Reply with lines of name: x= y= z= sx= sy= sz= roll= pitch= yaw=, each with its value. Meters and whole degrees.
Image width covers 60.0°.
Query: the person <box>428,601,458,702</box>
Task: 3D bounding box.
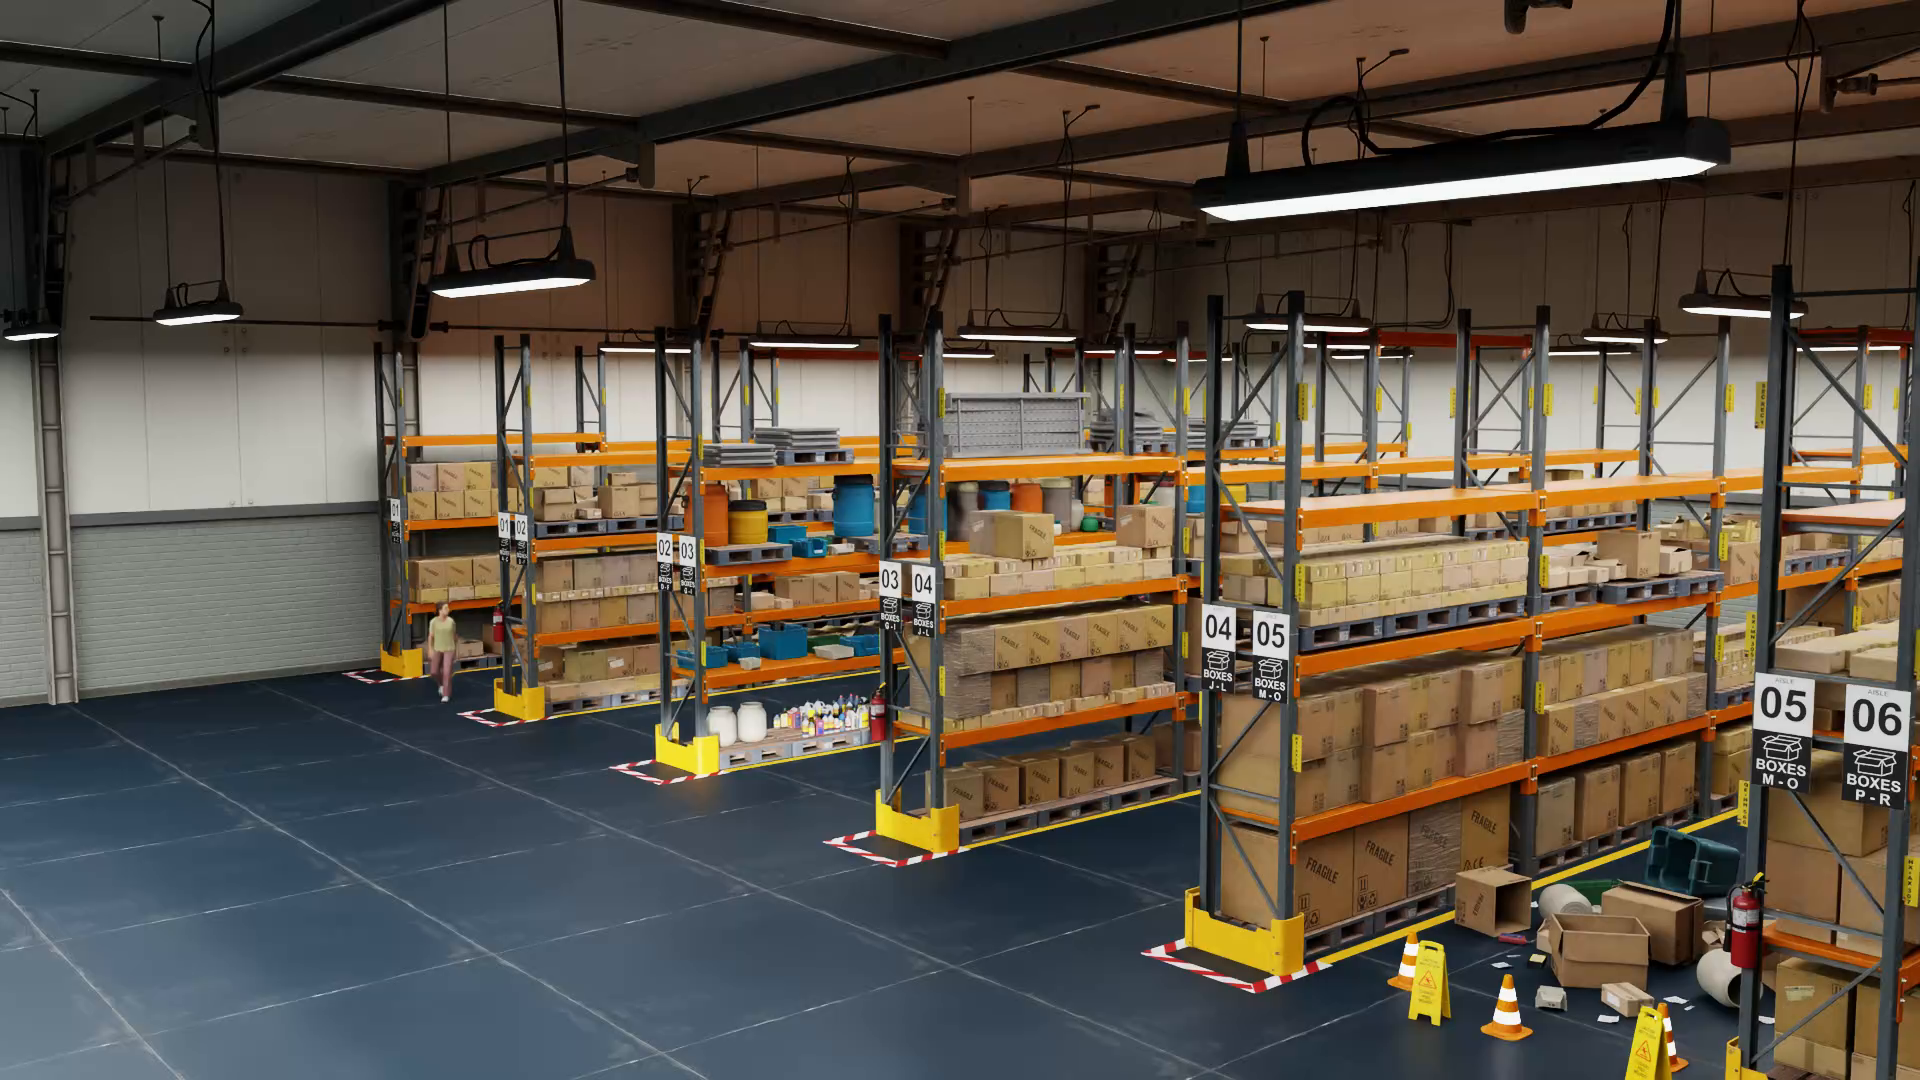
person: x=-8.547 y=1.826 z=27.538 sx=0.458 sy=1.651 sz=0.595 roll=0 pitch=5 yaw=-4
